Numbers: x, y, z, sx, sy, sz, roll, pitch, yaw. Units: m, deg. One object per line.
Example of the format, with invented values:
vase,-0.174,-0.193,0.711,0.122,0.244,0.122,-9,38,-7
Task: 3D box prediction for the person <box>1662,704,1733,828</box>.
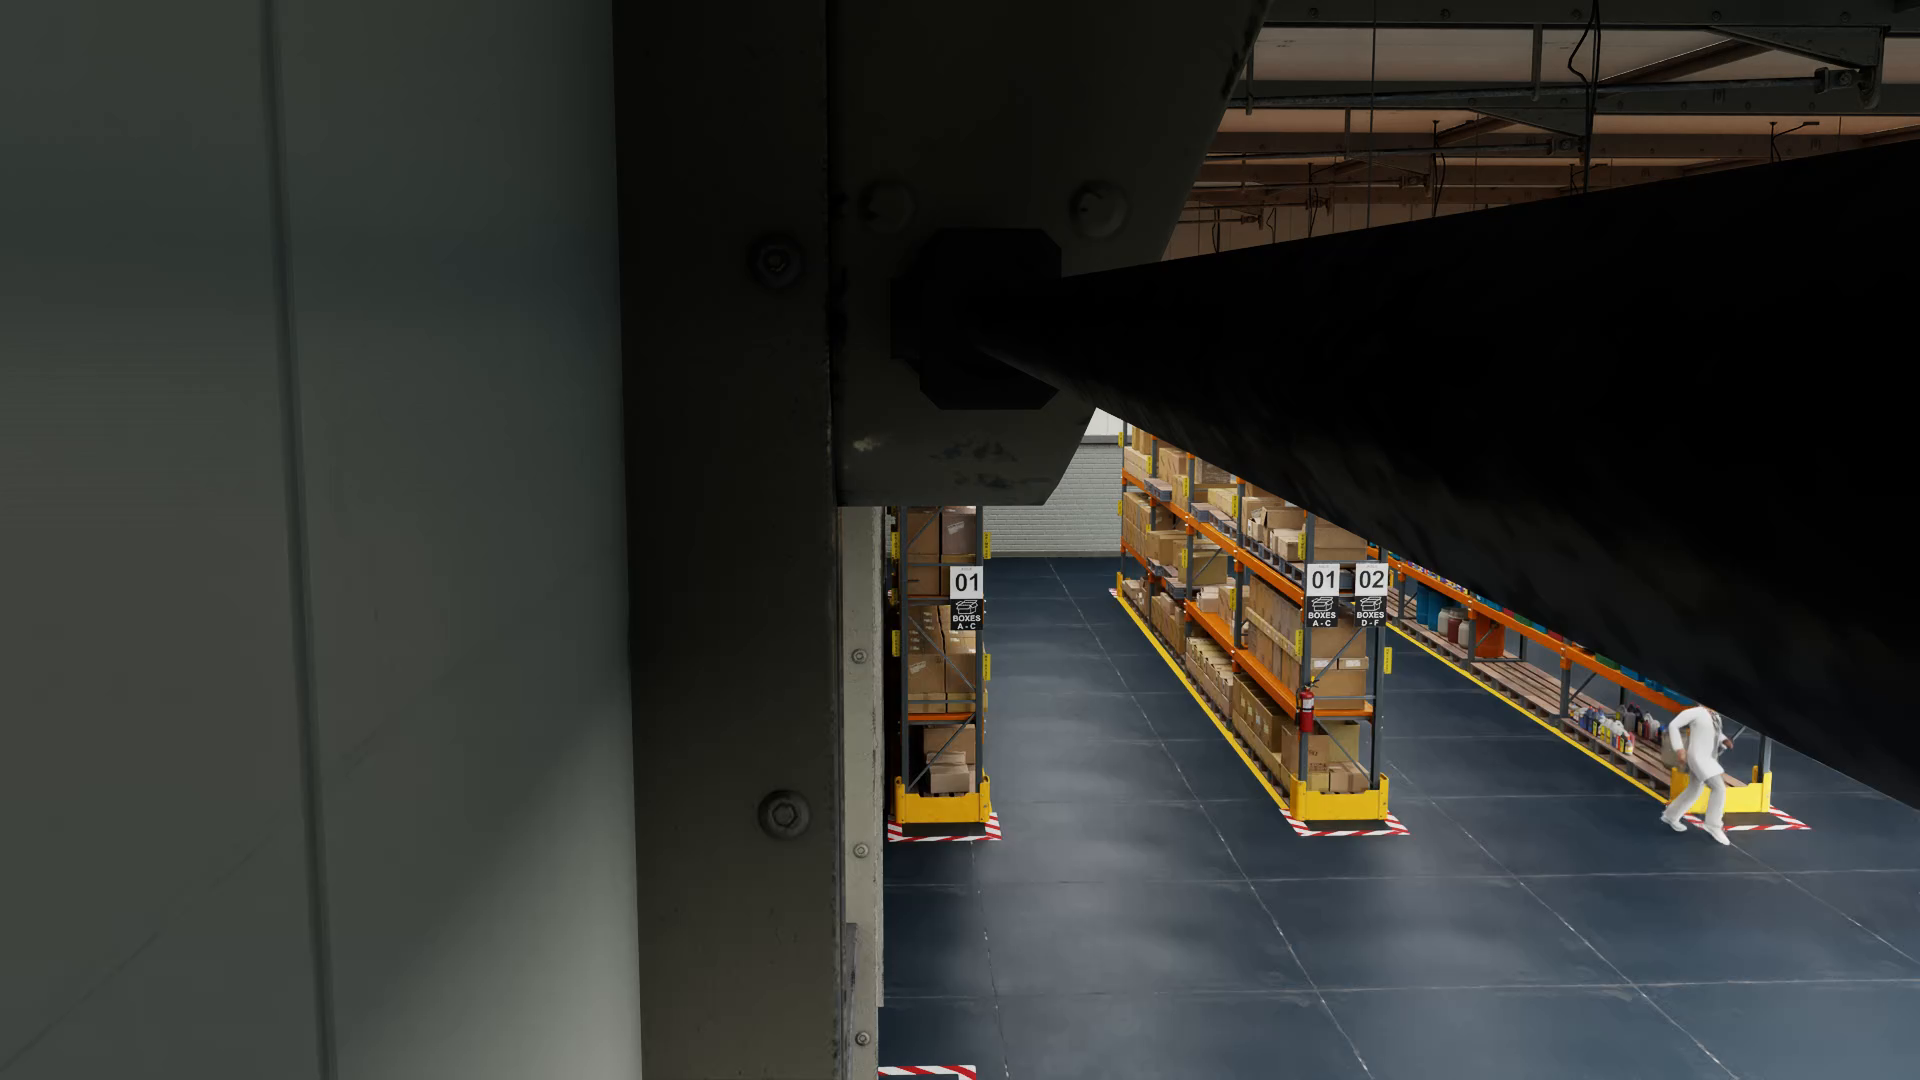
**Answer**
person,8.911,2.597,19.971,0.692,1.647,0.734,-8,11,-44
